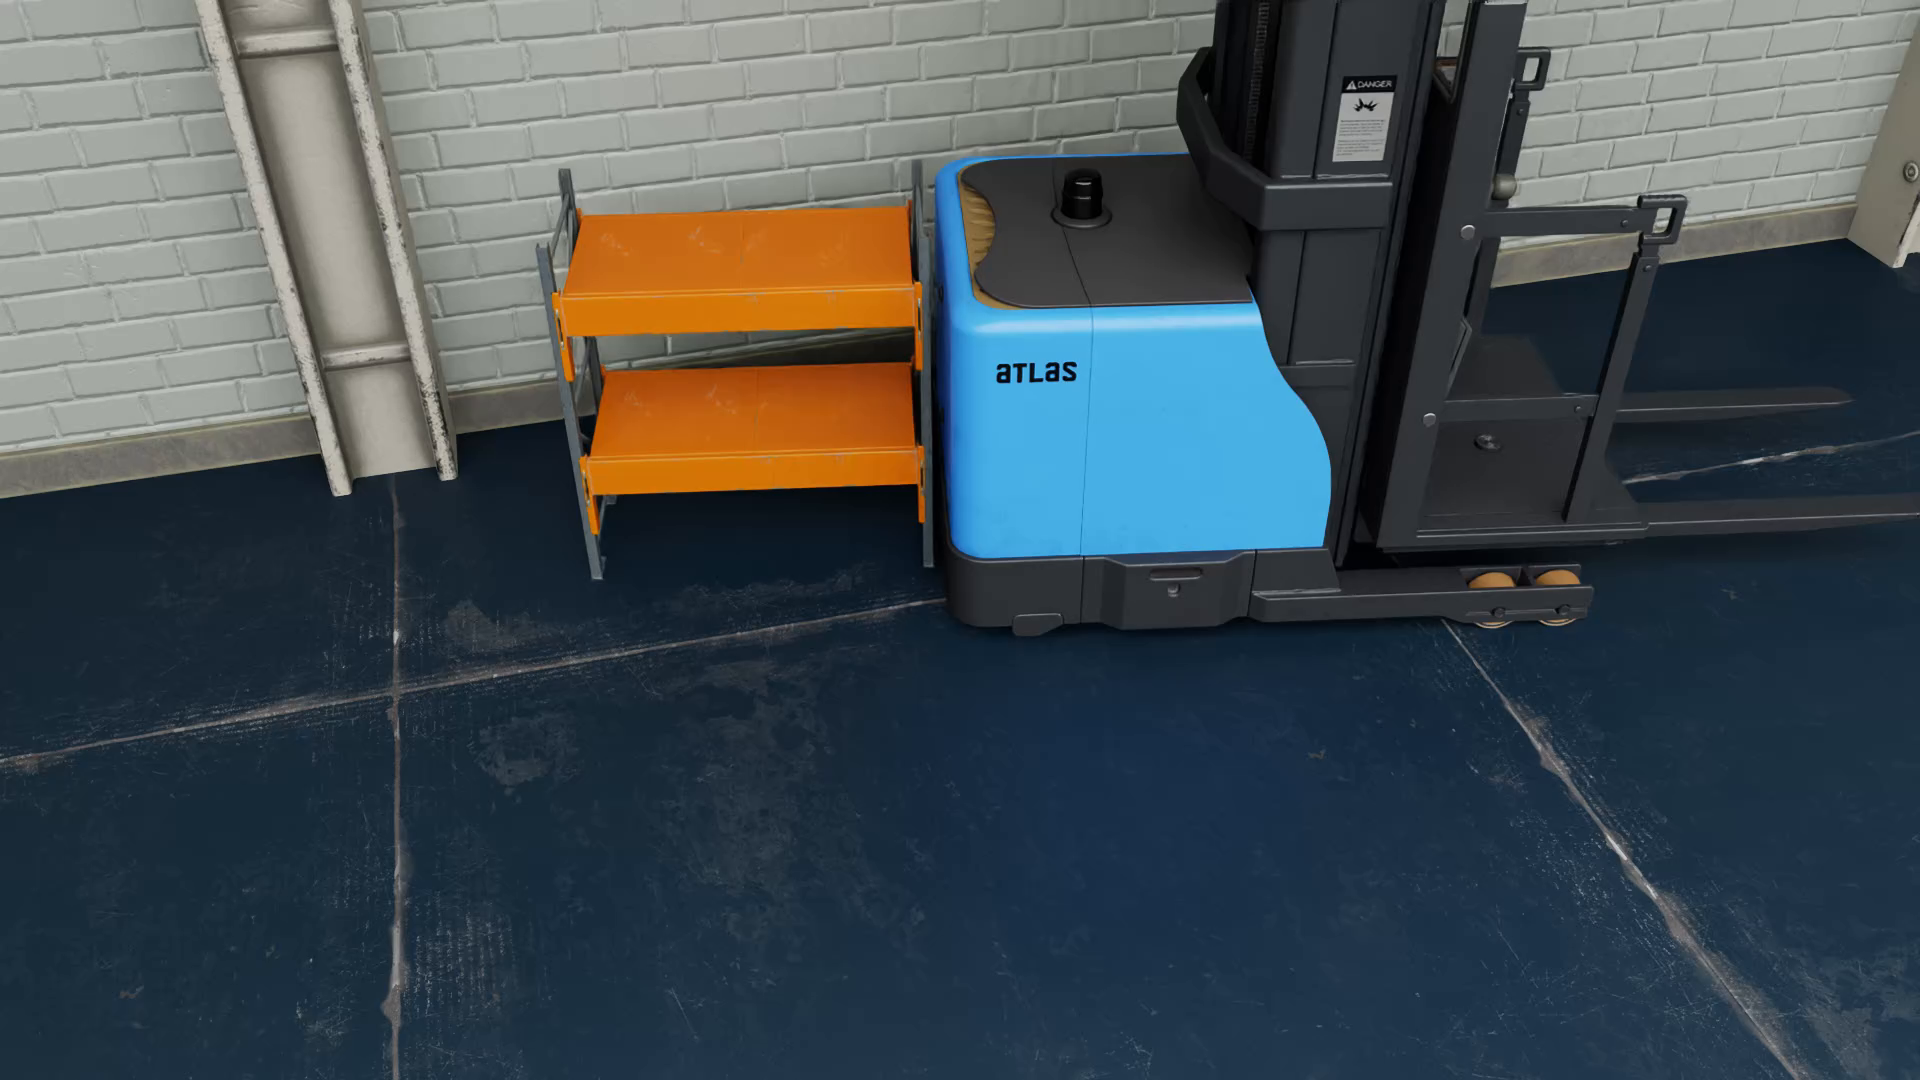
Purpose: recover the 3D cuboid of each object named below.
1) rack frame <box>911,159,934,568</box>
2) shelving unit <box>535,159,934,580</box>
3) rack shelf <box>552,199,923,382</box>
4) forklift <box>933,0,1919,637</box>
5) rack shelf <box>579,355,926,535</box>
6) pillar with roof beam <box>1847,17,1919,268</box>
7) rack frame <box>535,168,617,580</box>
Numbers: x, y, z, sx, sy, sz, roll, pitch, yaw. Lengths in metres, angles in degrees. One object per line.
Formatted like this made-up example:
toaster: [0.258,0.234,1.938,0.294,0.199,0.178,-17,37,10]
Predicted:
rack frame: [-0.111,-0.513,4.995,0.032,1.125,0.500,-2,37,-3]
shelving unit: [-0.619,-0.494,4.971,1.048,1.125,0.538,-2,37,-3]
rack shelf: [-0.619,-0.727,4.793,1.000,0.278,0.538,-2,37,-3]
forklift: [1.450,-1.224,4.438,3.031,2.935,1.130,-2,37,-3]
rack shelf: [-0.619,-0.300,5.119,1.000,0.278,0.538,-2,37,-3]
pillar with roof beam: [5.017,-2.263,0.802,0.400,9.000,9.100,-9,38,-12]
rack frame: [-1.126,-0.476,4.946,0.032,1.125,0.500,-2,37,-3]
